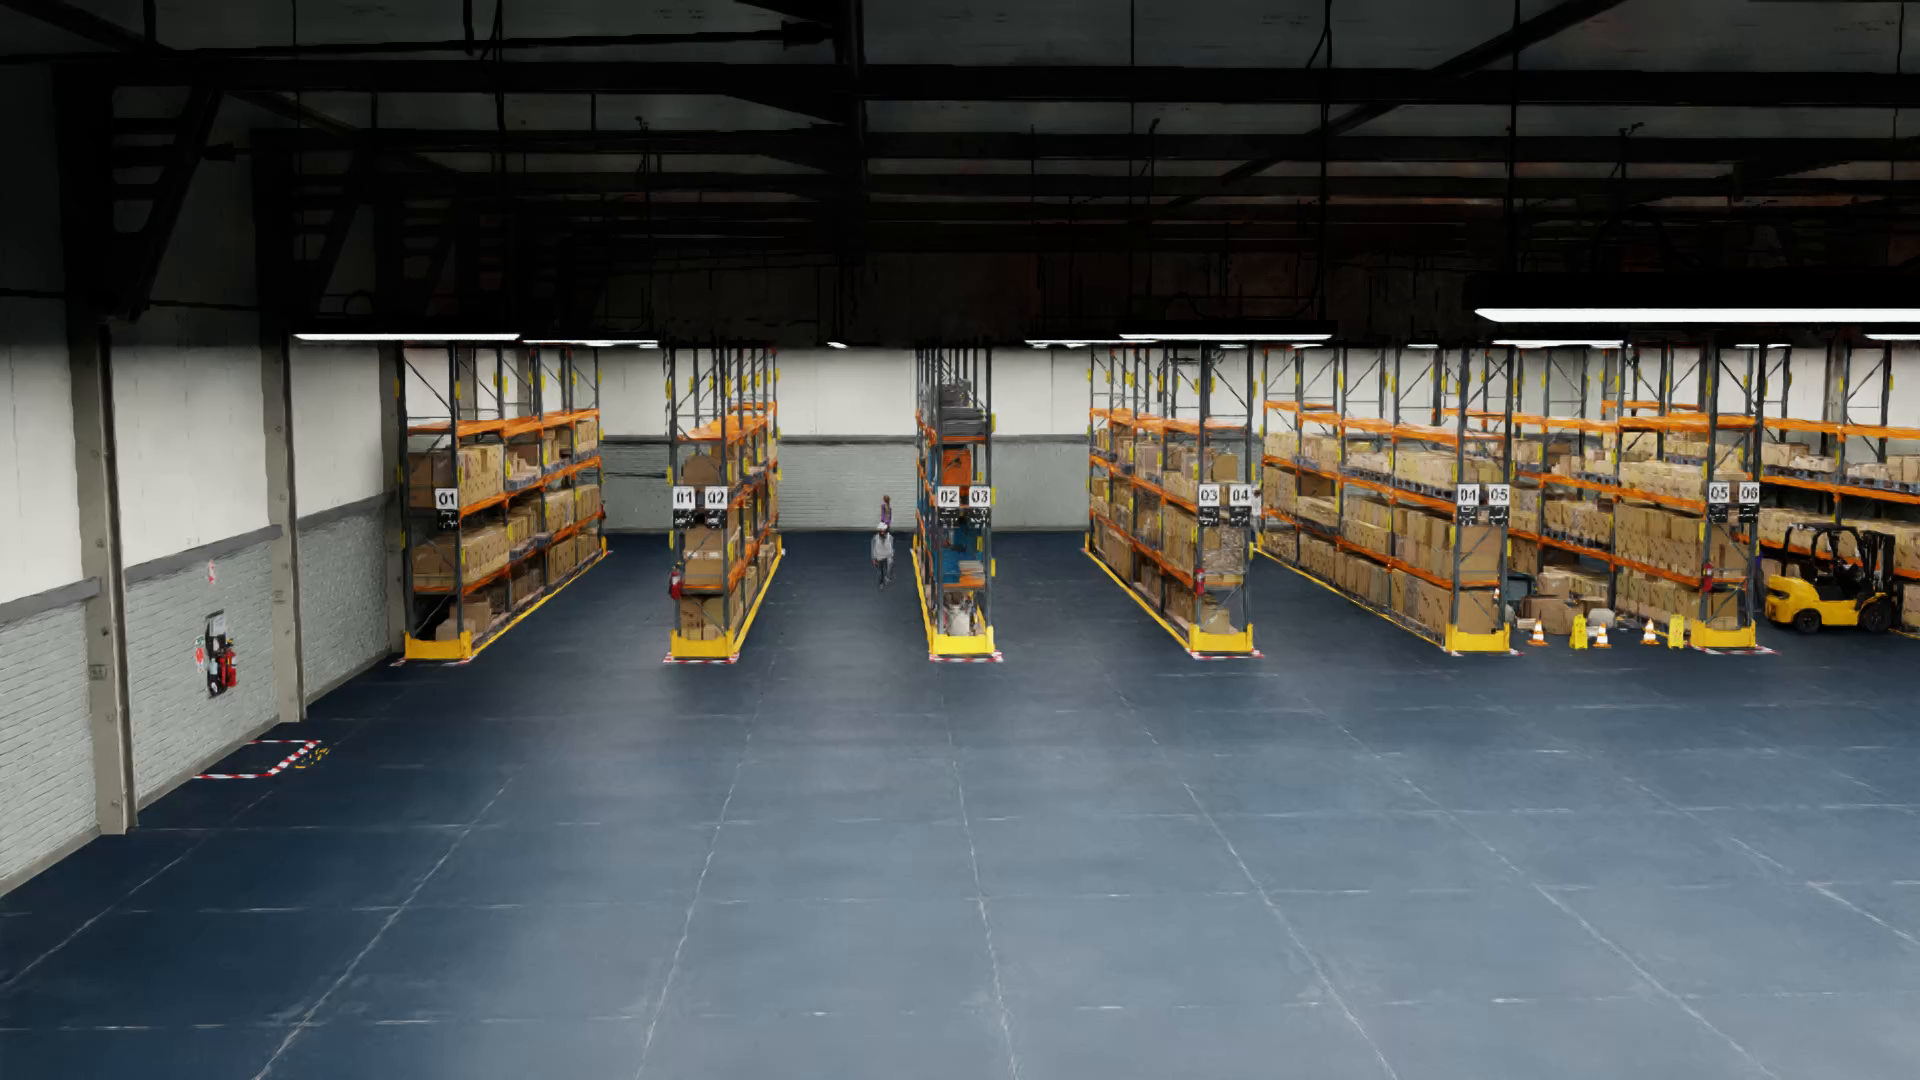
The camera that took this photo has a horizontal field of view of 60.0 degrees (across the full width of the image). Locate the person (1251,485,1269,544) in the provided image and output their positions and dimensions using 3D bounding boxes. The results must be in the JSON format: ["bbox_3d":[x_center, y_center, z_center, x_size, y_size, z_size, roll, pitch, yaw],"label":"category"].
[{"bbox_3d":[8.930,-0.770,49.550,0.613,1.754,0.581,4,8,34],"label":"person"}]

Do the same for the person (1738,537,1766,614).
[{"bbox_3d":[17.389,0.756,36.413,0.551,1.653,0.573,3,7,26],"label":"person"}]

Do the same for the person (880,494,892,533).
[{"bbox_3d":[-2.126,-0.526,47.947,0.361,1.601,0.446,-2,7,-14],"label":"person"}]

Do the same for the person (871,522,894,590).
[{"bbox_3d":[-1.829,0.393,39.351,0.548,1.676,1.111,0,6,0],"label":"person"}]
